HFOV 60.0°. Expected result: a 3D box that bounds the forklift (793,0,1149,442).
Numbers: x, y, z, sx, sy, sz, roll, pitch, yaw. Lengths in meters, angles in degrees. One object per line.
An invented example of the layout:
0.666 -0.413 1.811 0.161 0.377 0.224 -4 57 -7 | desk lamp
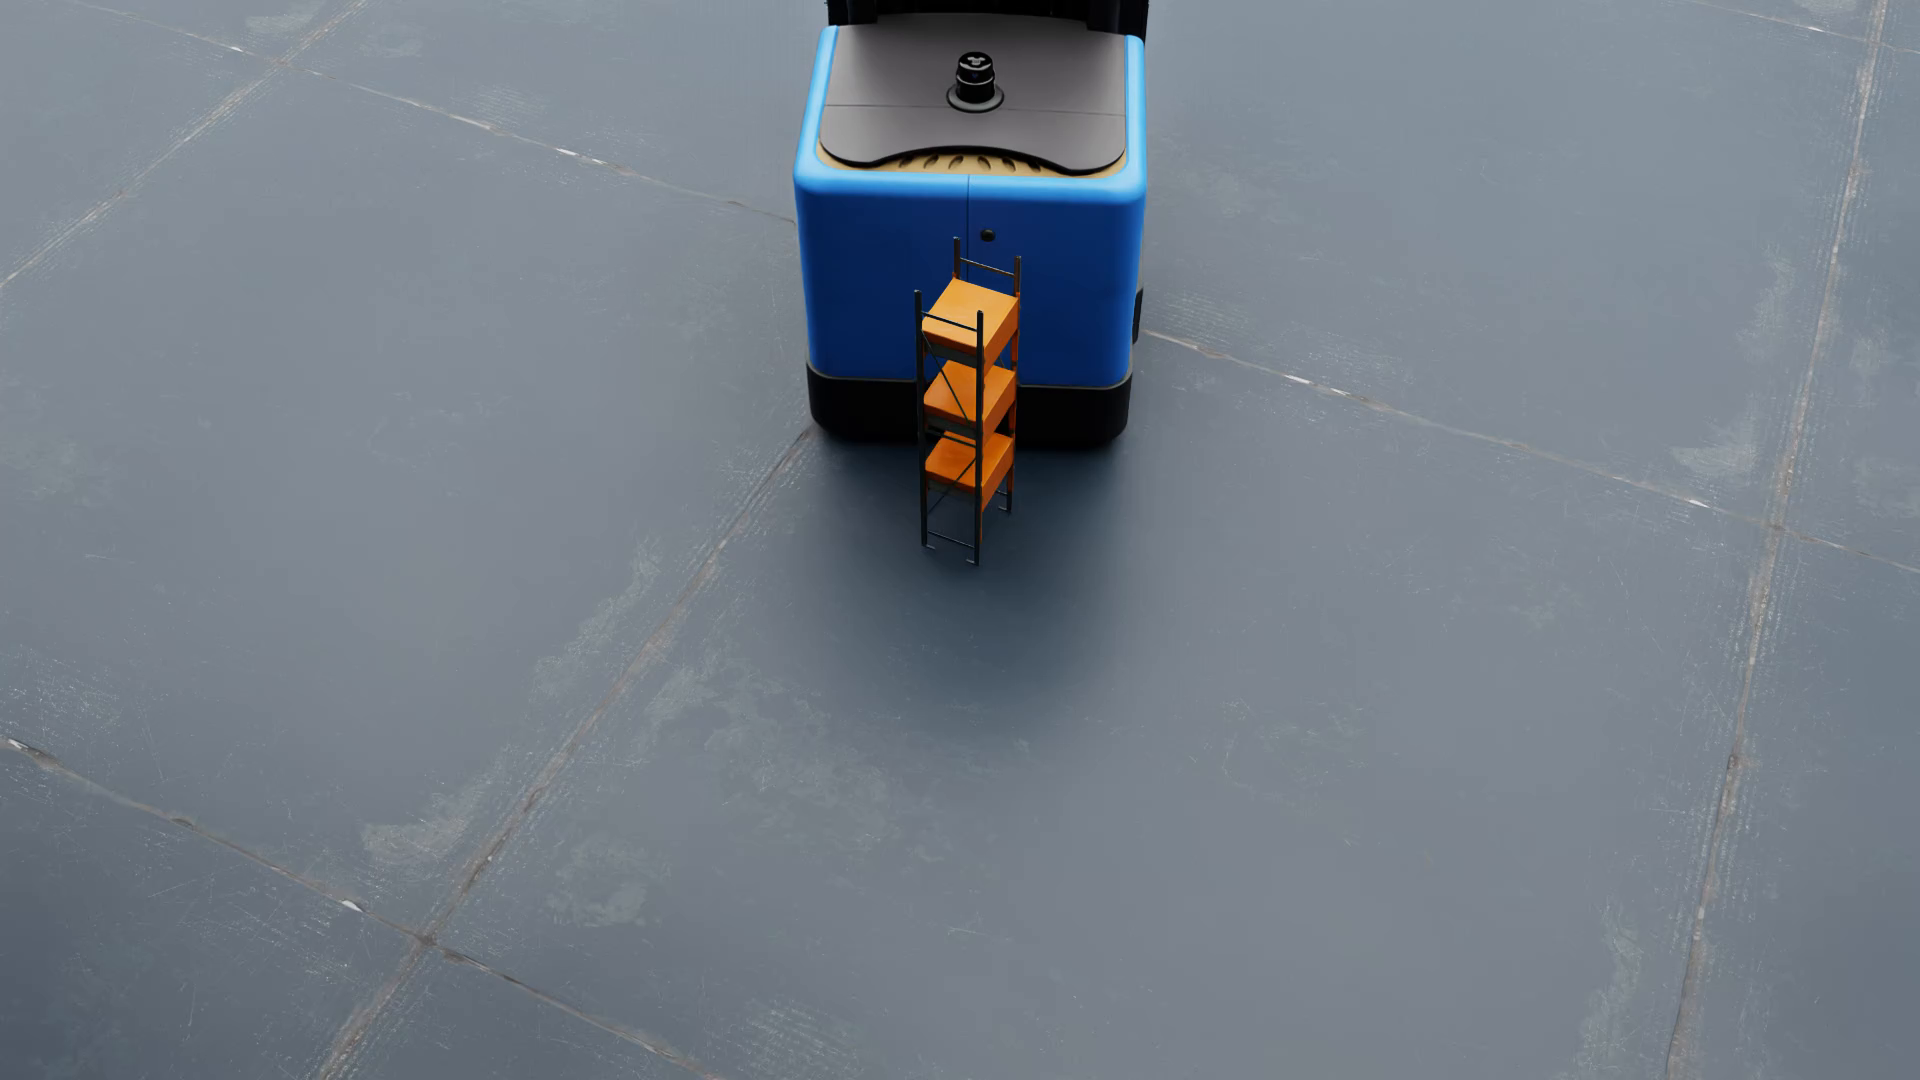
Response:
0.108 -2.392 5.361 1.130 2.935 3.031 2 50 2 | forklift

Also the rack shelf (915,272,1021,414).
0.023 -0.554 4.673 0.215 0.259 0.240 20 52 16 | rack shelf

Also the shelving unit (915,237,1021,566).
0.023 -0.377 4.882 0.215 1.050 0.252 20 52 16 | shelving unit

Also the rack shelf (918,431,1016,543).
0.023 -0.190 5.101 0.215 0.259 0.240 20 52 16 | rack shelf

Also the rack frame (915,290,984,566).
-0.029 -0.293 4.810 0.200 1.050 0.008 20 52 16 | rack frame

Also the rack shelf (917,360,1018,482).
0.023 -0.370 4.890 0.215 0.259 0.240 20 52 16 | rack shelf

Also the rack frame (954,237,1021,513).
0.075 -0.461 4.953 0.200 1.050 0.008 20 52 16 | rack frame
